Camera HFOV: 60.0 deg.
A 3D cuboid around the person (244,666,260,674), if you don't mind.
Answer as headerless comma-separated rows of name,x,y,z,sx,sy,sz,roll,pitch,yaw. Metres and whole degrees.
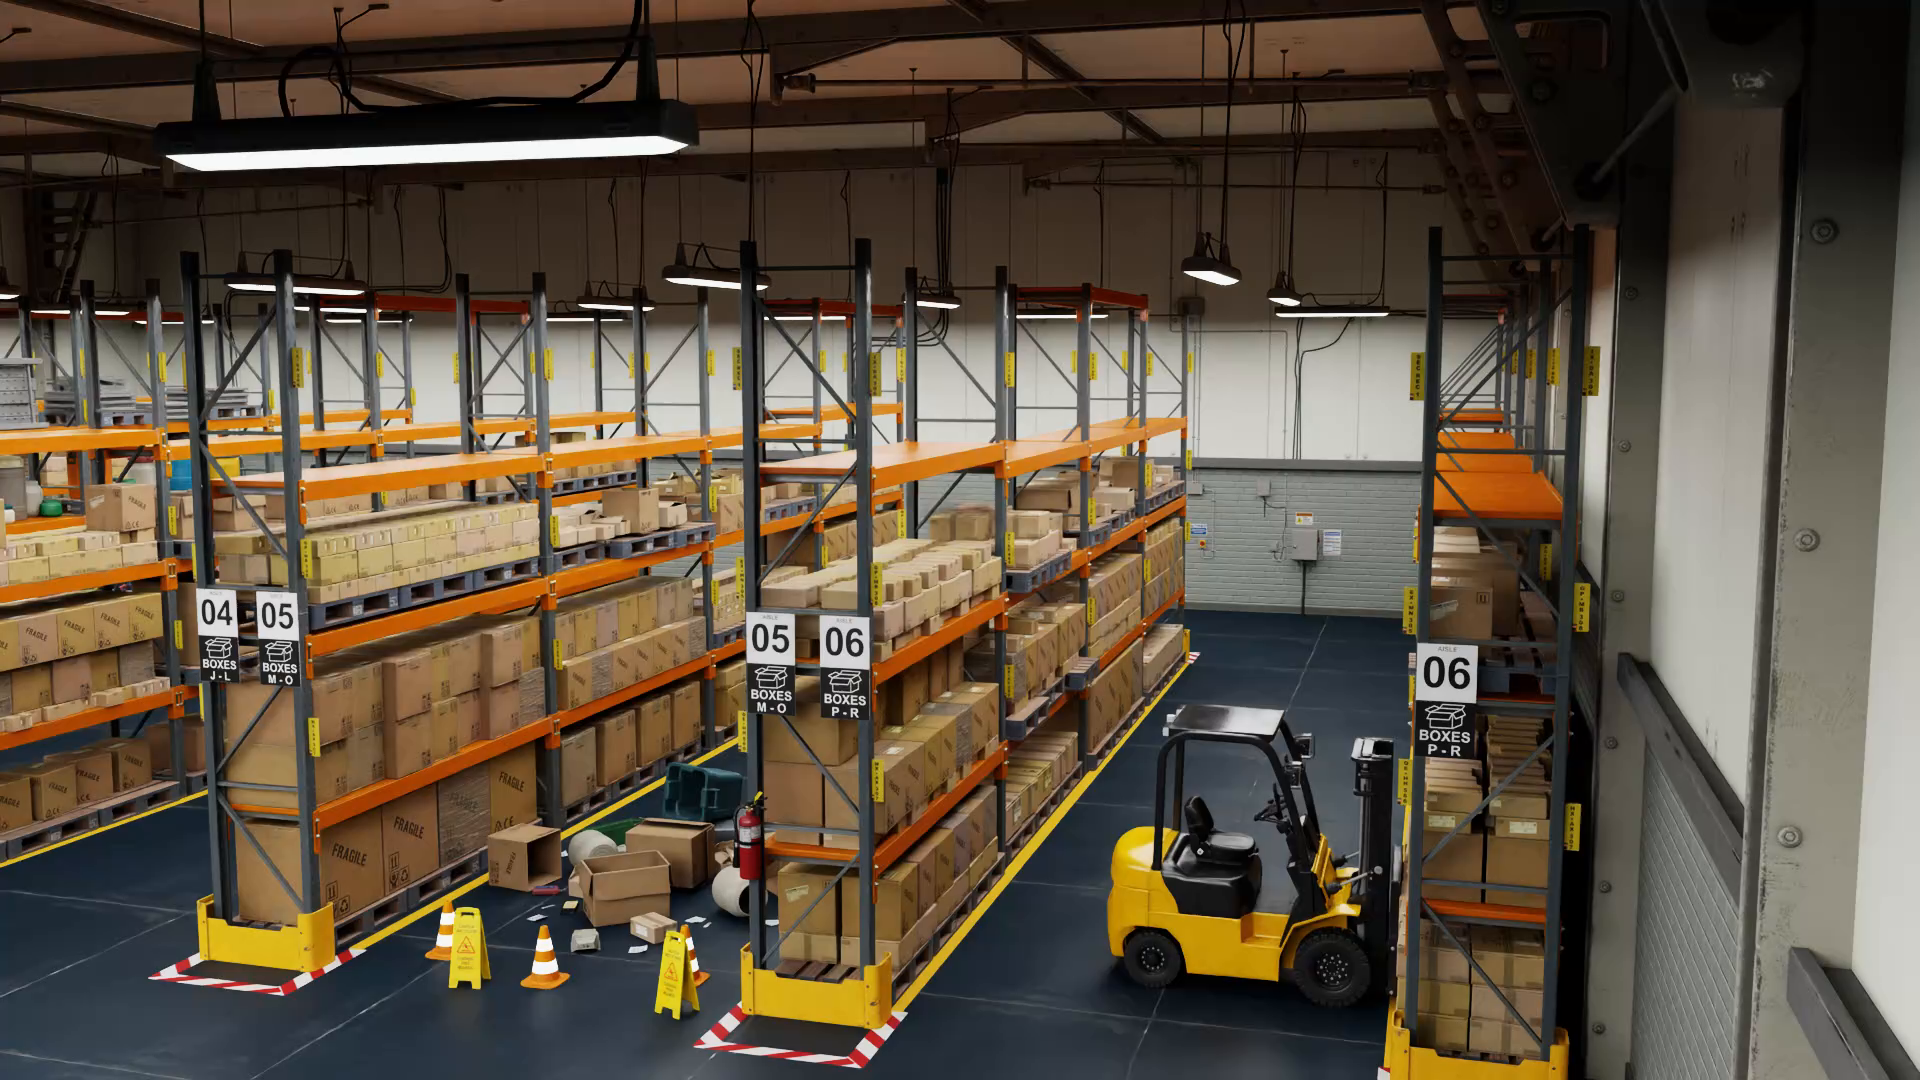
person,-8.067,2.230,19.095,0.466,1.582,1.067,0,6,3
